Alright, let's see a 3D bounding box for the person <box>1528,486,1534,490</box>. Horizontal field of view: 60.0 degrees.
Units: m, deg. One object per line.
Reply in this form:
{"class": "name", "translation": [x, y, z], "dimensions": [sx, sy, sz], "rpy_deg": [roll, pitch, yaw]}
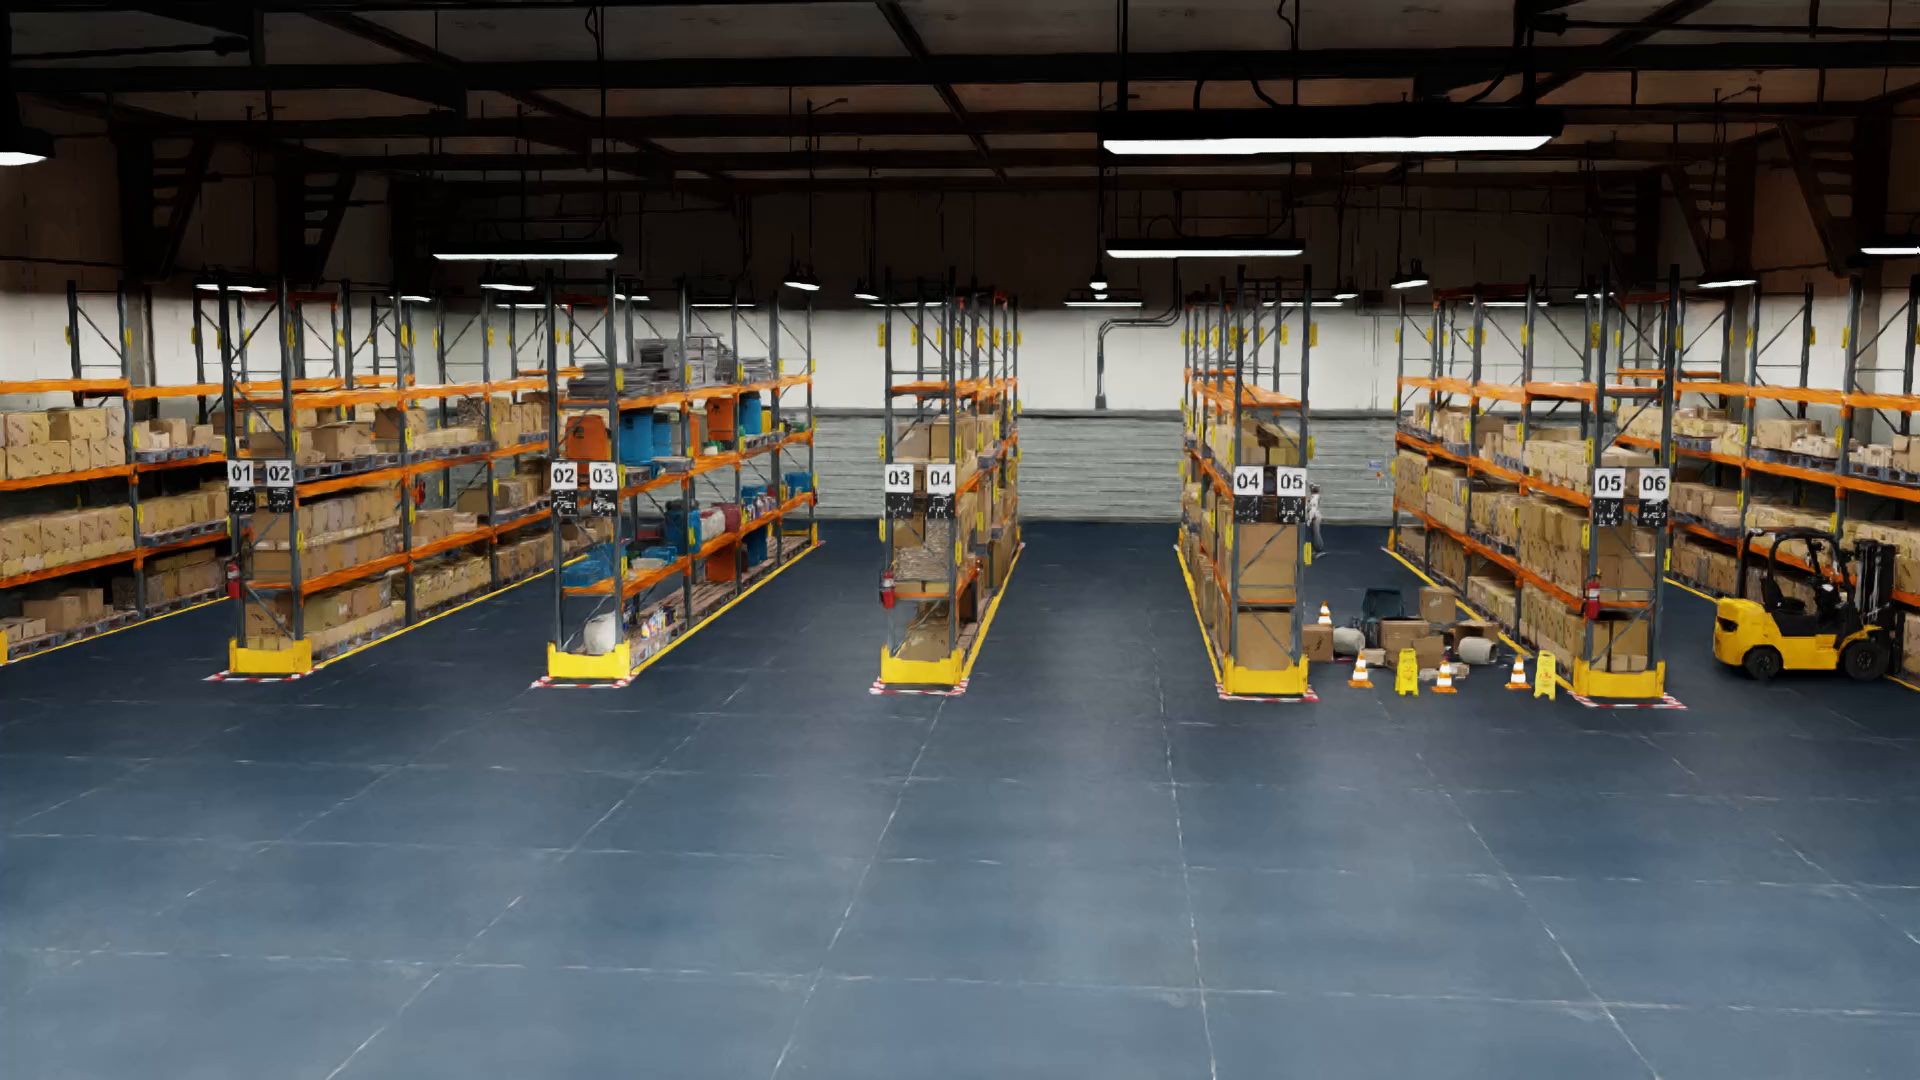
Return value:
{"class": "person", "translation": [12.498, -0.350, 36.757], "dimensions": [0.581, 1.768, 0.641], "rpy_deg": [4, 8, 29]}

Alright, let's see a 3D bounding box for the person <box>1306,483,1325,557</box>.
{"class": "person", "translation": [8.168, -0.456, 38.163], "dimensions": [0.439, 1.705, 0.509], "rpy_deg": [2, 7, 16]}

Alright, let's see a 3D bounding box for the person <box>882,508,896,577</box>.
{"class": "person", "translation": [-1.415, -0.082, 34.671], "dimensions": [0.456, 1.763, 0.610], "rpy_deg": [-3, 8, -22]}
